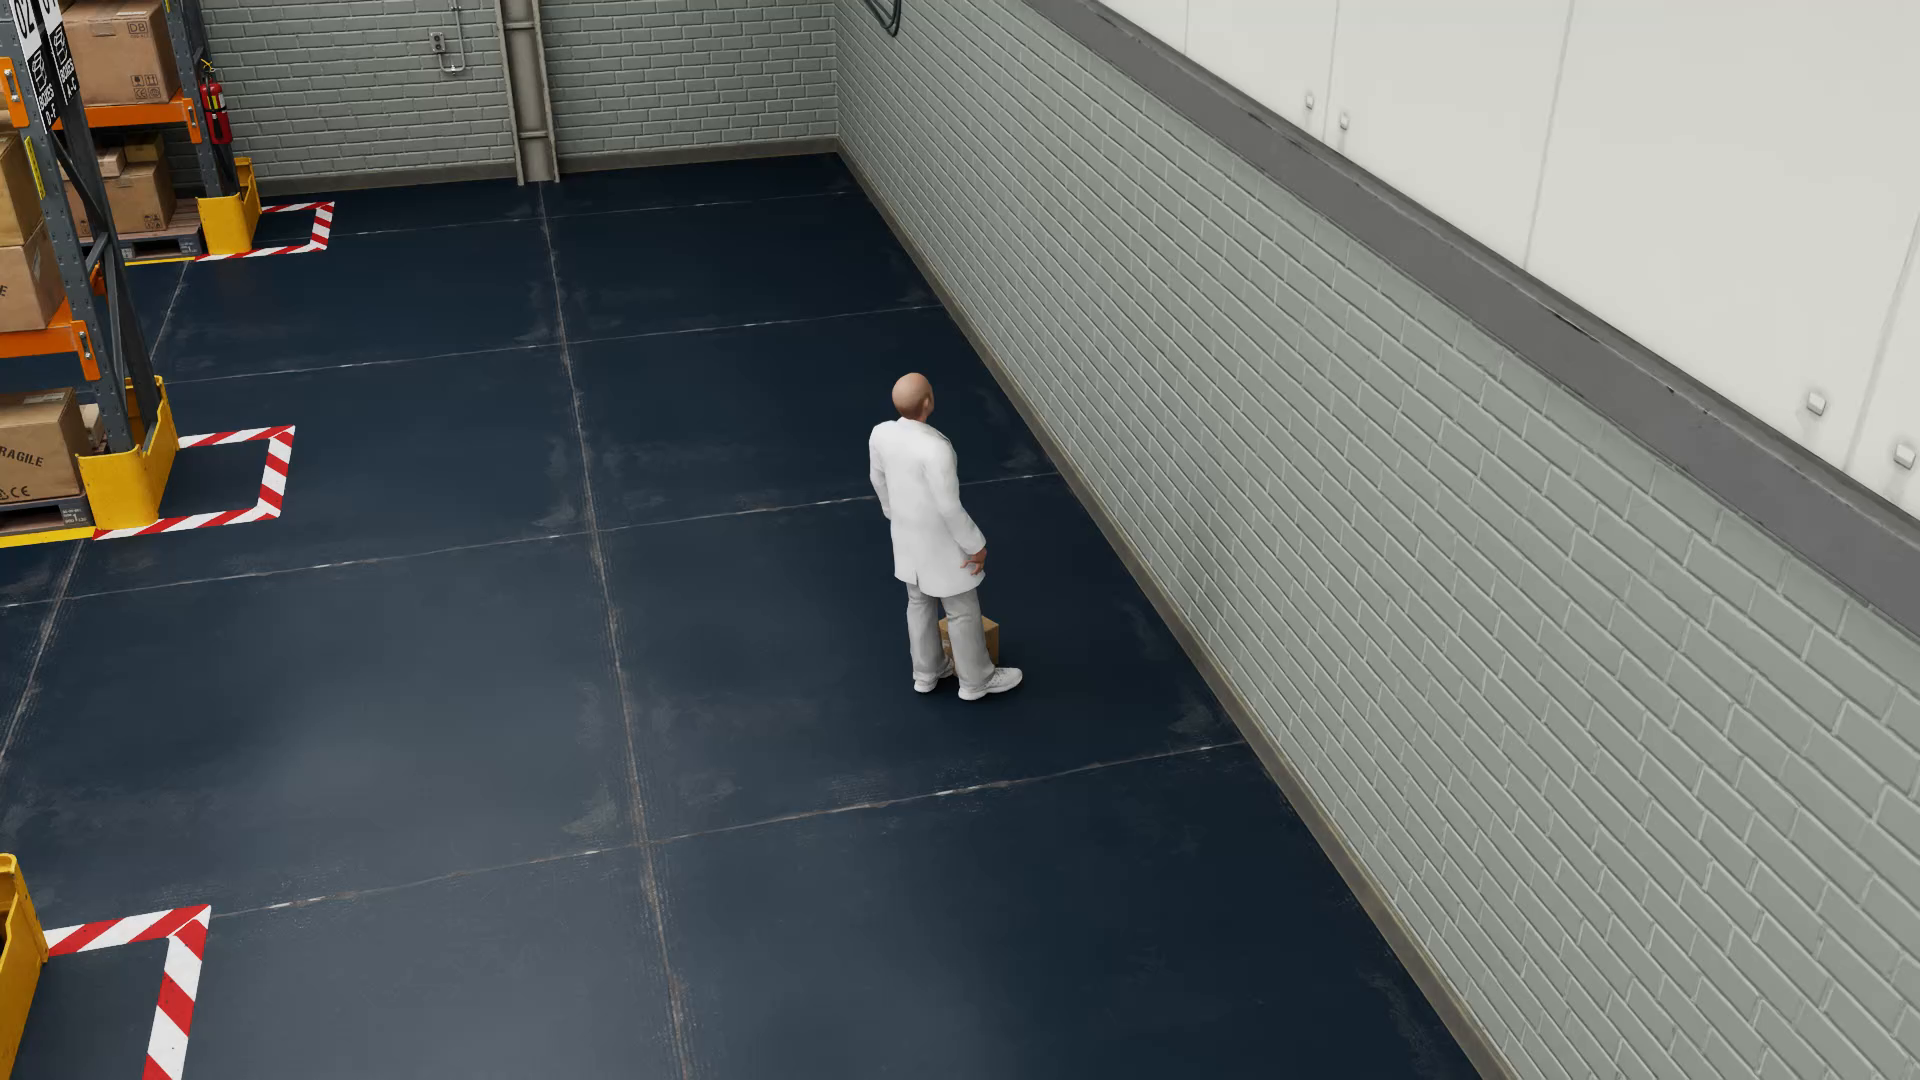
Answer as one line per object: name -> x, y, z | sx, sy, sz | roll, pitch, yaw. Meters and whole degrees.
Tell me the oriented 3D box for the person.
person -> -0.082, -0.043, 8.316 | 0.579, 1.778, 0.698 | -26, 39, -37
